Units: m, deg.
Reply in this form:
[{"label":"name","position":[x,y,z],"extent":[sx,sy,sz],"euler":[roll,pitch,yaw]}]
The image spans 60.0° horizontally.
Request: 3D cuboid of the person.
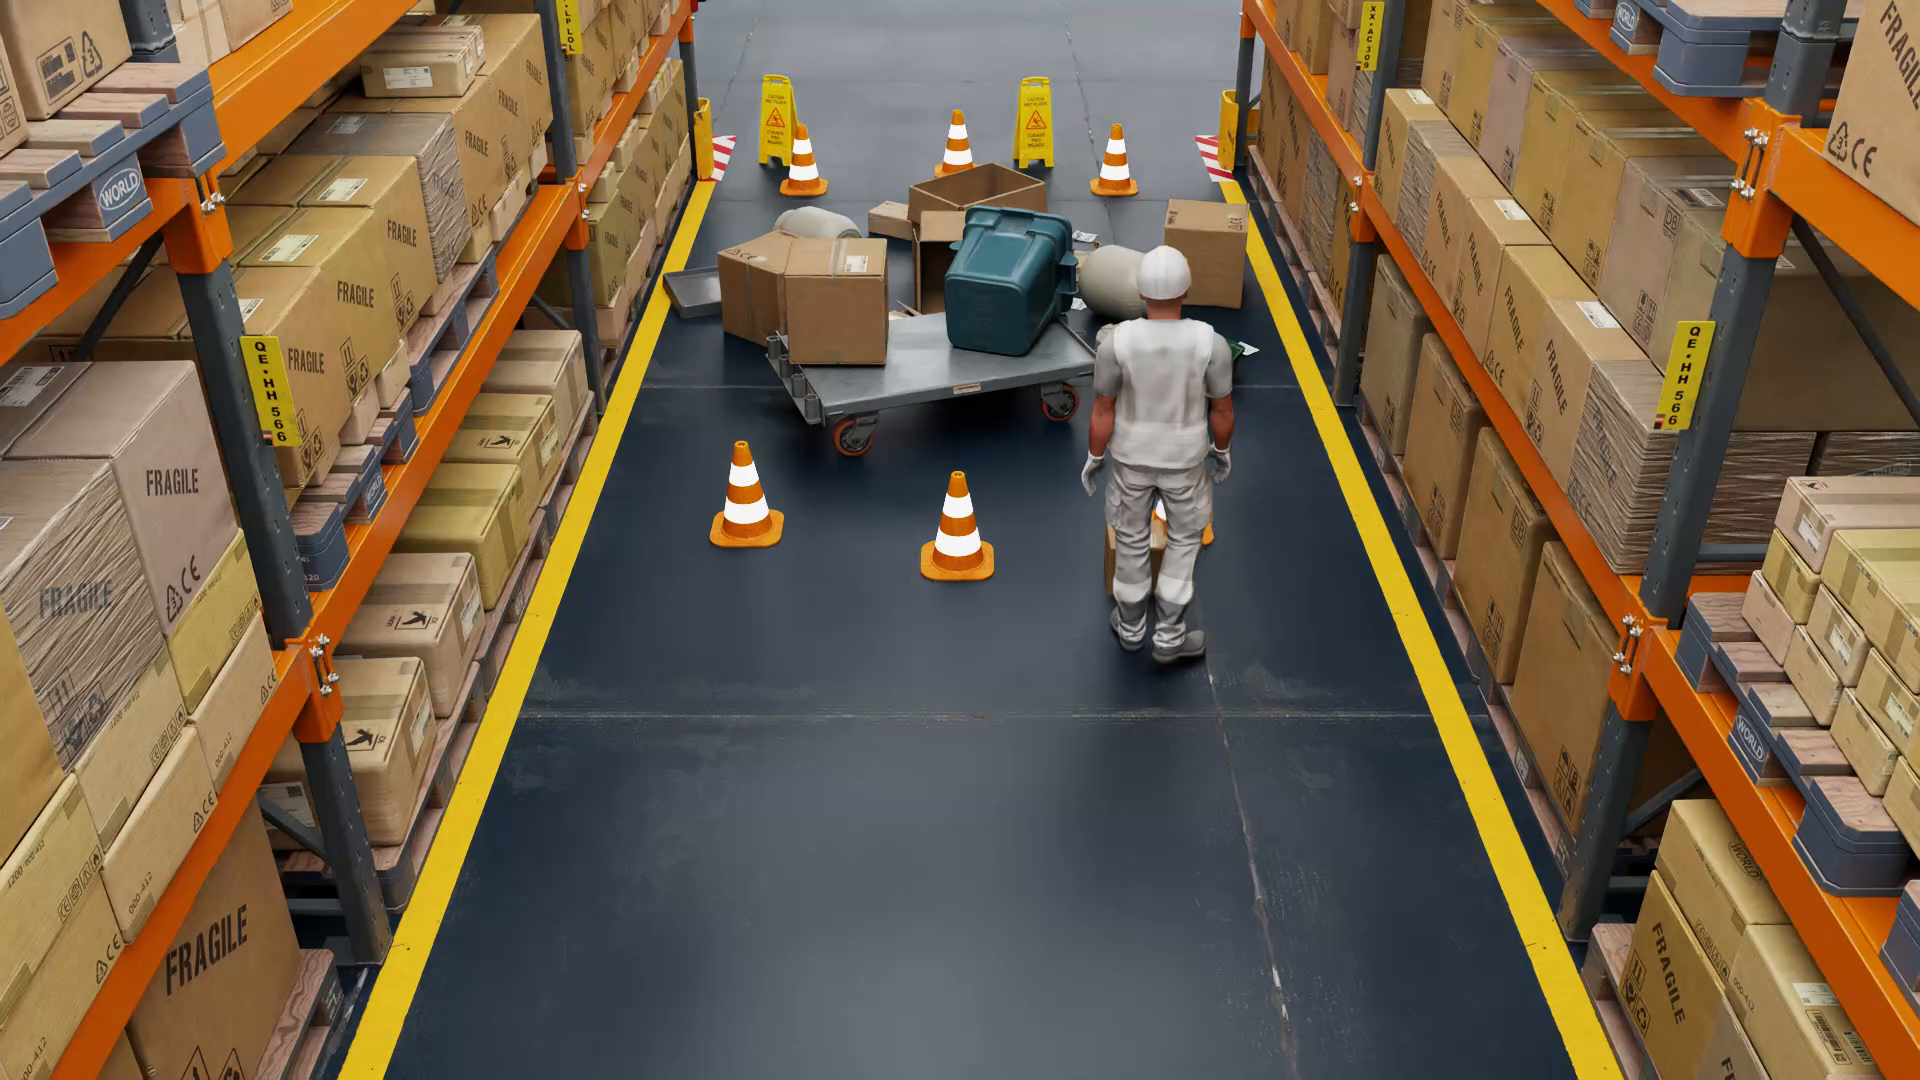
[{"label":"person","position":[0.785,-0.325,6.621],"extent":[0.590,1.793,0.441],"euler":[4,31,6]}]
